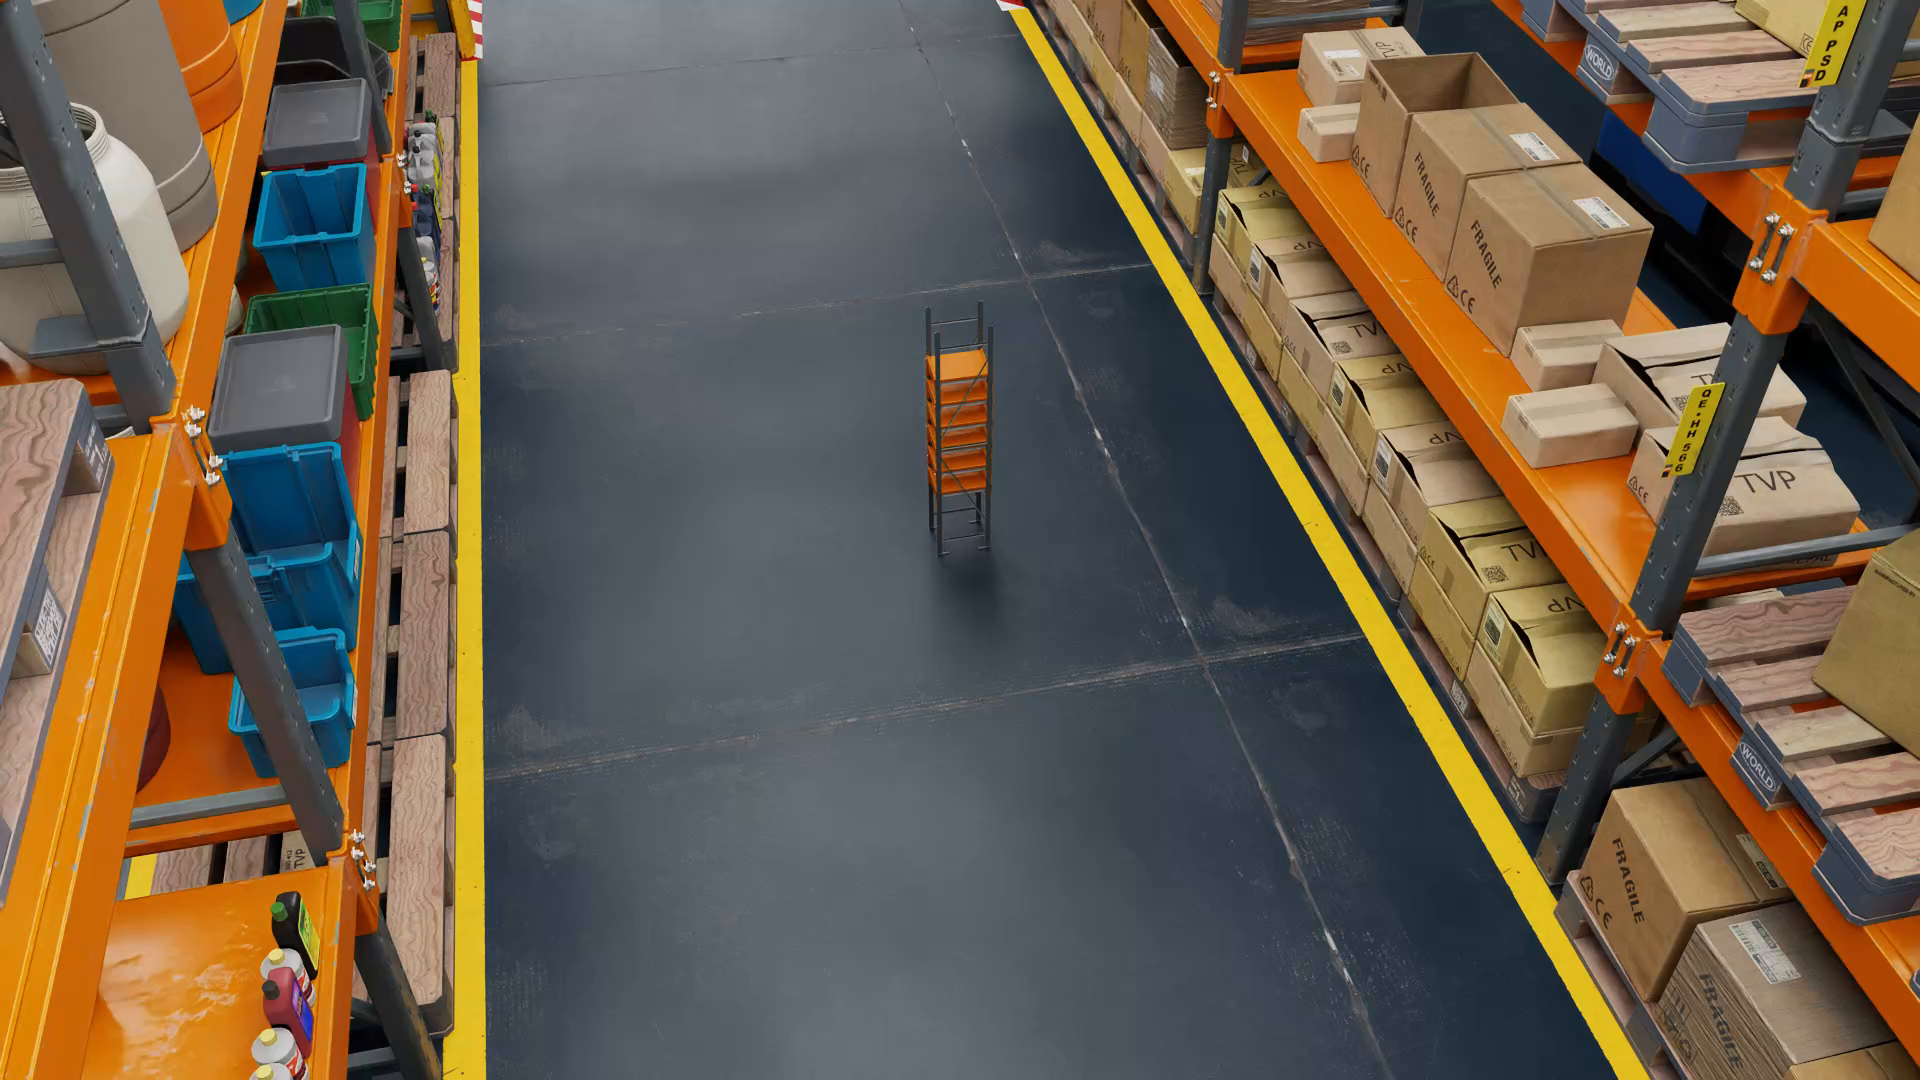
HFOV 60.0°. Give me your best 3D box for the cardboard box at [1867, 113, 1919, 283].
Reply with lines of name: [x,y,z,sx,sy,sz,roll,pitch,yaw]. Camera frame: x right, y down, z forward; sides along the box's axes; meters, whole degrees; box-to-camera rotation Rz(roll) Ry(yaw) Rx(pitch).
cardboard box: [2.760,-0.841,3.884,0.910,0.500,0.500,-8,42,-9]

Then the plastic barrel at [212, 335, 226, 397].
plastic barrel: [-2.917,-0.768,6.036,0.433,0.535,0.433,0,42,0]

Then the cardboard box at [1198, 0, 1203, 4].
cardboard box: [1.547,-3.217,8.821,0.700,0.500,0.500,-9,42,-10]

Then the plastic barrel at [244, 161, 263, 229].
plastic barrel: [-3.280,-1.738,6.853,0.600,0.901,0.708,-8,42,-9]

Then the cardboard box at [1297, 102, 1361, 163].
cardboard box: [1.761,-1.855,7.551,0.380,0.149,0.250,-8,42,-9]

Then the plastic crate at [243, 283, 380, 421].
plastic crate: [-2.416,-0.677,6.195,0.450,0.188,0.662,-8,42,-9]

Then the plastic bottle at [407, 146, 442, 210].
plastic bottle: [-2.969,-1.999,9.188,0.144,0.351,0.185,-9,42,-10]

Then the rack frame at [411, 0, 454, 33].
rack frame: [-3.931,-4.438,10.271,1.000,3.000,0.127,-8,42,-9]

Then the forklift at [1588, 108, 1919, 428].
forklift: [4.552,-2.295,7.909,1.130,2.935,3.031,-11,43,-12]

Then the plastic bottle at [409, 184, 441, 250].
plastic bottle: [-2.878,-1.724,8.878,0.144,0.351,0.185,-10,43,-11]

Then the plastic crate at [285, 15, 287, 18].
plastic crate: [-3.572,-2.468,8.164,0.499,0.251,0.616,-8,42,-9]

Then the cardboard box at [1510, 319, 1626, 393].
cardboard box: [2.303,-0.684,6.232,0.380,0.149,0.250,-5,42,-6]

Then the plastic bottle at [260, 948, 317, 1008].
plastic bottle: [-1.694,1.101,4.182,0.097,0.201,0.097,0,42,0]

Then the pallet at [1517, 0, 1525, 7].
pallet: [2.155,-2.162,5.591,1.003,0.211,1.213,-7,42,-7]

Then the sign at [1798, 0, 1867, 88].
sign: [2.089,-1.230,3.949,0.100,0.325,0.005,-8,42,-9]

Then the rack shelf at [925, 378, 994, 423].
rack shelf: [-0.003,-0.604,7.014,0.258,0.103,0.180,-8,42,-9]

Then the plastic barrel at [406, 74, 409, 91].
plastic barrel: [-3.606,-2.924,10.124,0.421,0.512,0.421,0,42,0]

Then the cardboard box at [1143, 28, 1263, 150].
cardboard box: [1.359,-2.556,9.342,0.500,0.500,0.500,-8,42,-9]

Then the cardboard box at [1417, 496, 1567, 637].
cardboard box: [2.161,0.062,6.535,0.500,0.311,0.500,-9,42,-10]

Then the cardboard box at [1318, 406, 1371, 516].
cardboard box: [1.947,-0.387,7.463,0.500,0.250,0.500,-8,42,-8]

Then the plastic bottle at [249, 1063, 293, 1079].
plastic bottle: [-1.623,1.313,3.942,0.097,0.201,0.097,0,42,0]

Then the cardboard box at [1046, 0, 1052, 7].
cardboard box: [0.805,-3.894,11.414,0.500,0.250,0.500,-8,42,-9]

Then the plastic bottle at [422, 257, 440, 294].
plastic bottle: [-2.753,-1.364,8.585,0.097,0.201,0.097,0,42,0]

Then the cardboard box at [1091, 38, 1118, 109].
cardboard box: [1.127,-2.922,10.319,0.500,0.250,0.500,-8,42,-9]

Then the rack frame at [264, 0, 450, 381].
rack frame: [-3.068,-1.845,7.350,1.000,3.000,0.127,-8,42,-9]

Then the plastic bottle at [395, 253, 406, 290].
plastic bottle: [-2.909,-1.453,8.624,0.061,0.283,0.133,-8,42,-9]

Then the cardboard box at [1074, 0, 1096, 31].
cardboard box: [1.035,-3.529,10.437,0.500,0.500,0.500,-8,42,-9]

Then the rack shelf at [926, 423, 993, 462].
rack shelf: [-0.003,-0.425,7.174,0.258,0.103,0.180,-8,42,-9]

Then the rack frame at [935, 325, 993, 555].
rack frame: [0.017,-0.399,7.077,0.240,1.200,0.006,-8,42,-9]

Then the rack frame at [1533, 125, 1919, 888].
rack frame: [2.633,0.041,5.226,1.000,3.000,0.127,-8,42,-9]

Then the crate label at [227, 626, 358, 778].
crate label: [-1.929,0.484,4.853,0.303,0.233,0.416,-8,42,-9]

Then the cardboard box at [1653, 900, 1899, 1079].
cardboard box: [2.571,1.486,5.150,0.500,0.500,0.500,-10,43,-11]

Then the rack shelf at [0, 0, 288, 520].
rack shelf: [-2.636,-1.401,5.133,1.077,0.370,4.000,-8,42,-9]

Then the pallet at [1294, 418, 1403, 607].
pallet: [2.233,-0.245,7.649,1.003,0.211,1.213,-8,42,-9]

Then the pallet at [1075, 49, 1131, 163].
pallet: [1.372,-2.823,10.553,1.003,0.211,1.213,-8,42,-9]

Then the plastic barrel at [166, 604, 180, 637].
plastic barrel: [-2.635,0.070,5.109,0.421,0.512,0.421,0,42,0]

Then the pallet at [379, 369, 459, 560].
pallet: [-2.861,-0.298,7.709,1.003,0.211,1.213,-8,42,-9]

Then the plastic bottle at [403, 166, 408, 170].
plastic bottle: [-3.118,-2.018,9.322,0.097,0.201,0.097,0,42,0]

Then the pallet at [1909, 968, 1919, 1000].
pallet: [3.057,1.372,3.871,1.003,0.211,1.213,-8,42,-9]

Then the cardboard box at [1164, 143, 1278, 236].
cardboard box: [1.456,-1.950,9.224,0.500,0.250,0.500,-8,42,-9]

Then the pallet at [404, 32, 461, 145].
pallet: [-3.699,-2.825,10.555,1.003,0.211,1.213,-8,42,-9]

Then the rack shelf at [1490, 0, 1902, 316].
rack shelf: [2.201,-2.108,5.930,1.077,0.370,4.000,-8,42,-9]

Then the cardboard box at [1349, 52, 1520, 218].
cardboard box: [2.033,-1.748,7.166,0.500,0.500,0.500,-6,42,-6]

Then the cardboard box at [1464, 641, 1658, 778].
cardboard box: [2.281,0.606,6.345,0.500,0.250,0.500,-7,42,-8]

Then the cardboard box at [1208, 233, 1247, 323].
cardboard box: [1.615,-1.384,8.586,0.500,0.250,0.500,-9,42,-10]

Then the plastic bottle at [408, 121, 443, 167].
plastic bottle: [-3.079,-2.289,9.571,0.152,0.276,0.135,-8,42,-9]

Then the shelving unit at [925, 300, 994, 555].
shelving unit: [-0.003,-0.458,7.144,0.258,1.200,0.189,-8,42,-9]

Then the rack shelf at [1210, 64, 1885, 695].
rack shelf: [2.201,-0.987,6.926,1.077,0.370,4.000,-8,42,-9]

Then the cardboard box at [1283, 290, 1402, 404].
cardboard box: [1.831,-0.926,7.648,0.500,0.311,0.500,-10,43,-11]

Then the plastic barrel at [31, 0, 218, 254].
plastic barrel: [-2.170,-1.125,3.902,0.600,0.901,0.600,0,42,0]
